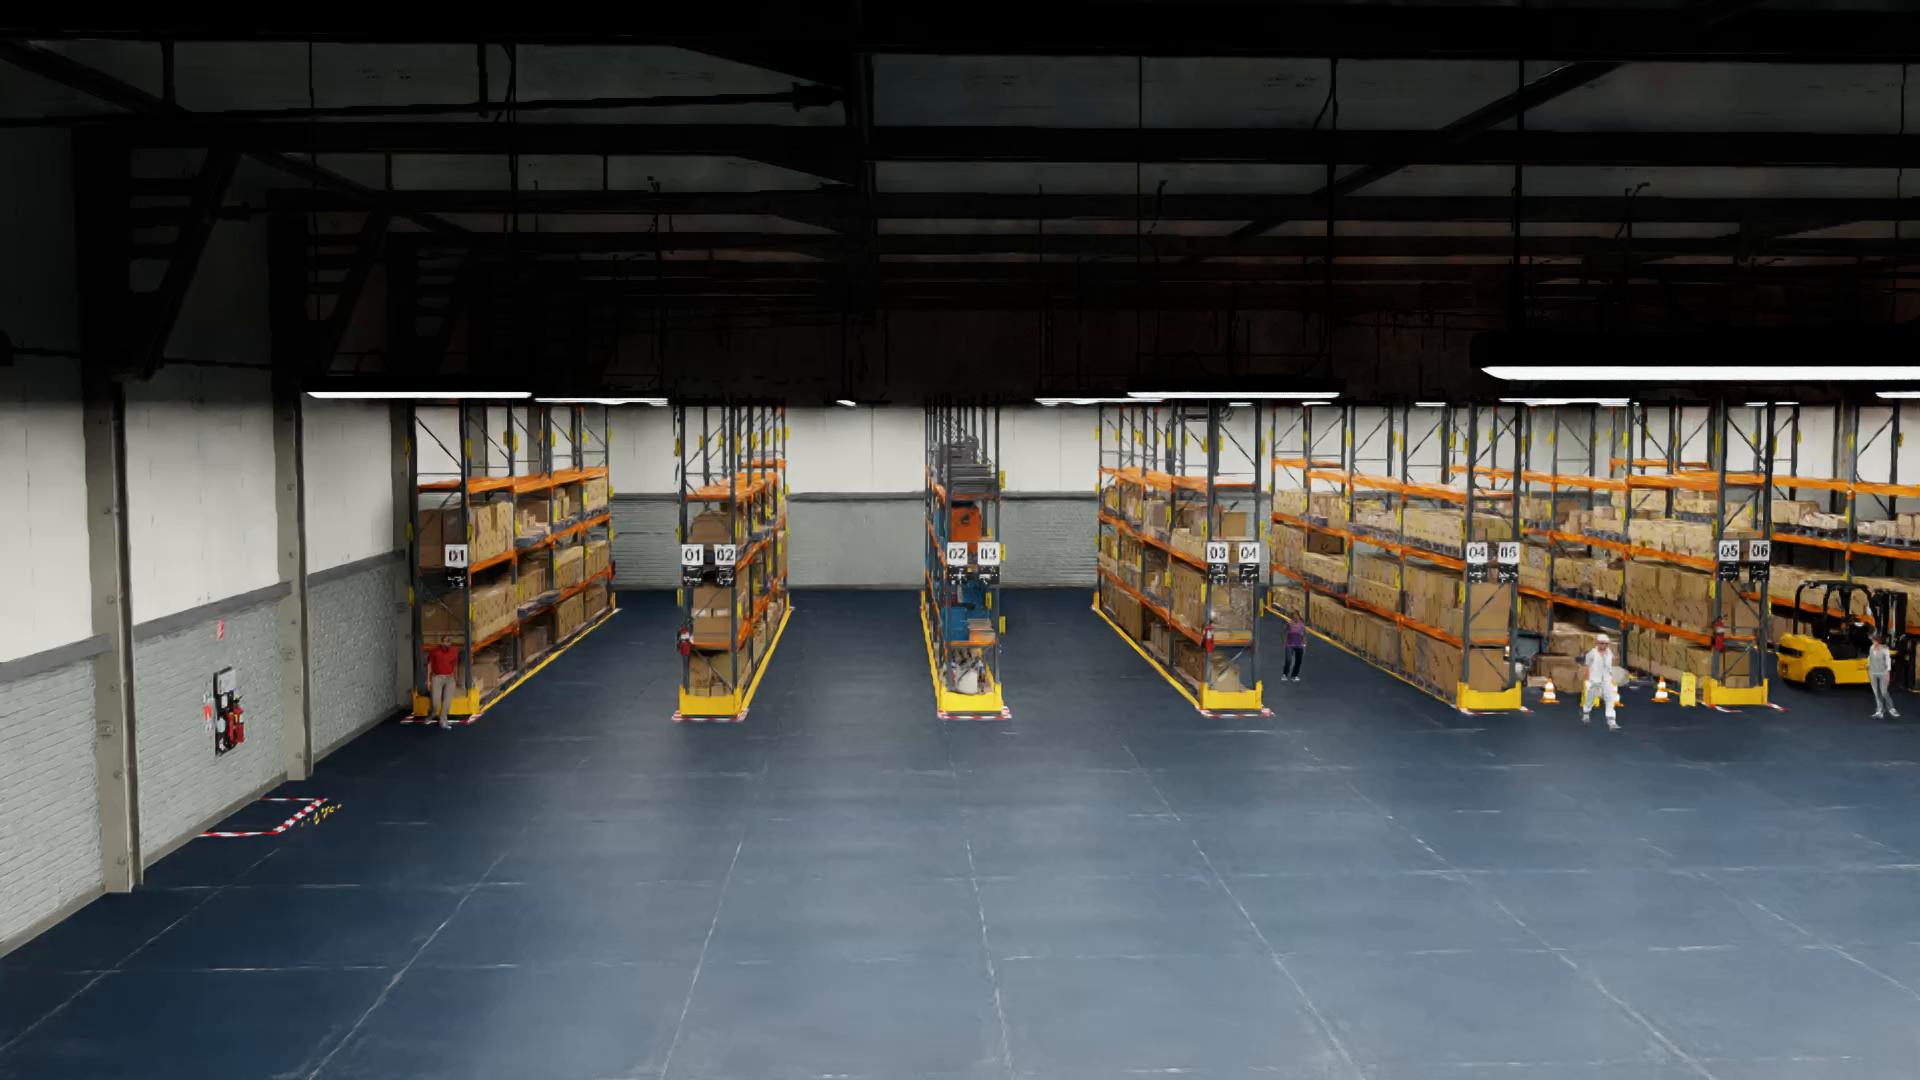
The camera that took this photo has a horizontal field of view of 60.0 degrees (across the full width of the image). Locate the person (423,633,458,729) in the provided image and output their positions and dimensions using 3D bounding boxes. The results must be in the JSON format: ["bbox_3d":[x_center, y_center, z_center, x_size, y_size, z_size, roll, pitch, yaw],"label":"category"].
[{"bbox_3d":[-9.306,2.515,29.784,0.607,1.719,0.545,-4,6,-39],"label":"person"}]

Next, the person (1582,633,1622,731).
[{"bbox_3d":[11.428,2.510,29.677,0.553,1.709,1.123,0,5,0],"label":"person"}]

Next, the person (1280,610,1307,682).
[{"bbox_3d":[6.974,2.211,34.801,0.566,1.540,0.516,0,5,-5],"label":"person"}]

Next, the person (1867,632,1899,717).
[{"bbox_3d":[17.046,2.493,30.718,0.423,1.590,0.560,-3,5,-30],"label":"person"}]
